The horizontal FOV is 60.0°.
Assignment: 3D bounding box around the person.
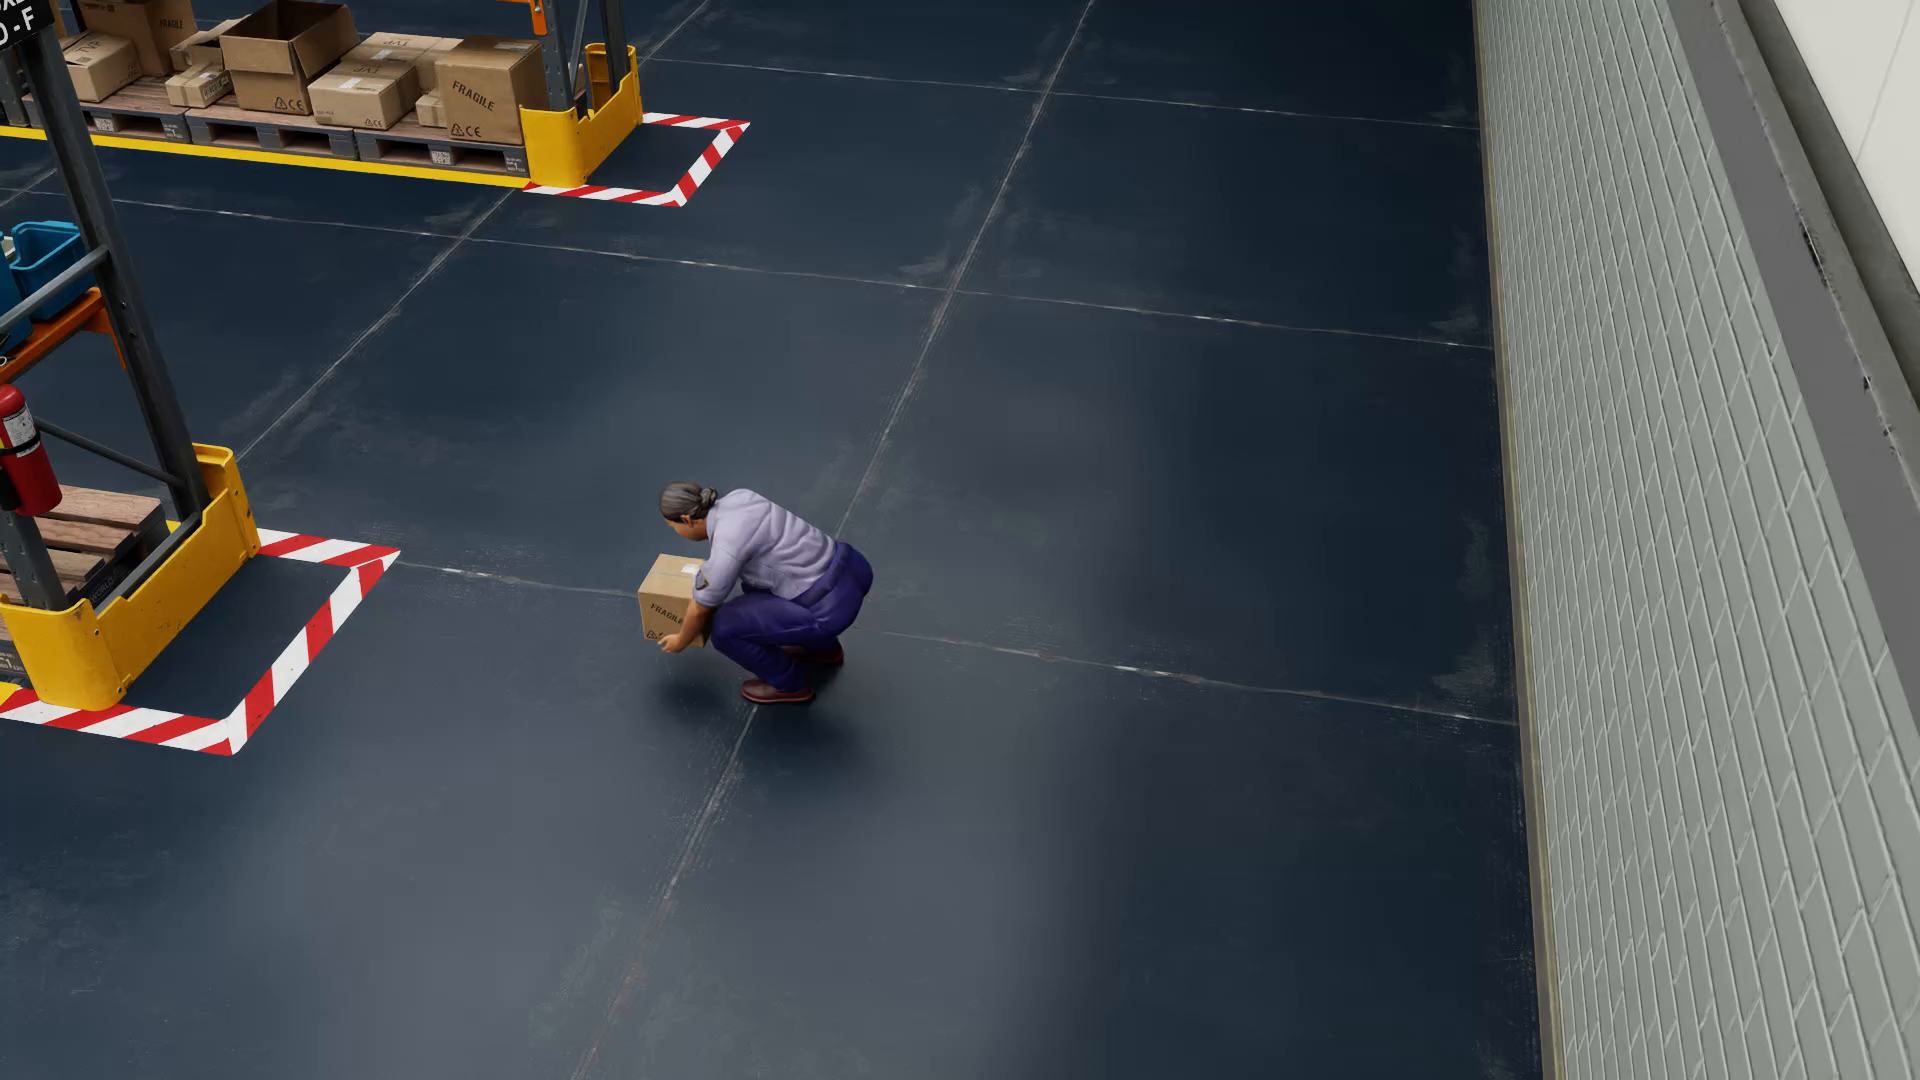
[{"bbox_3d":[-0.771,0.177,6.512,0.829,0.953,0.526,7,37,10],"label":"person"}]
